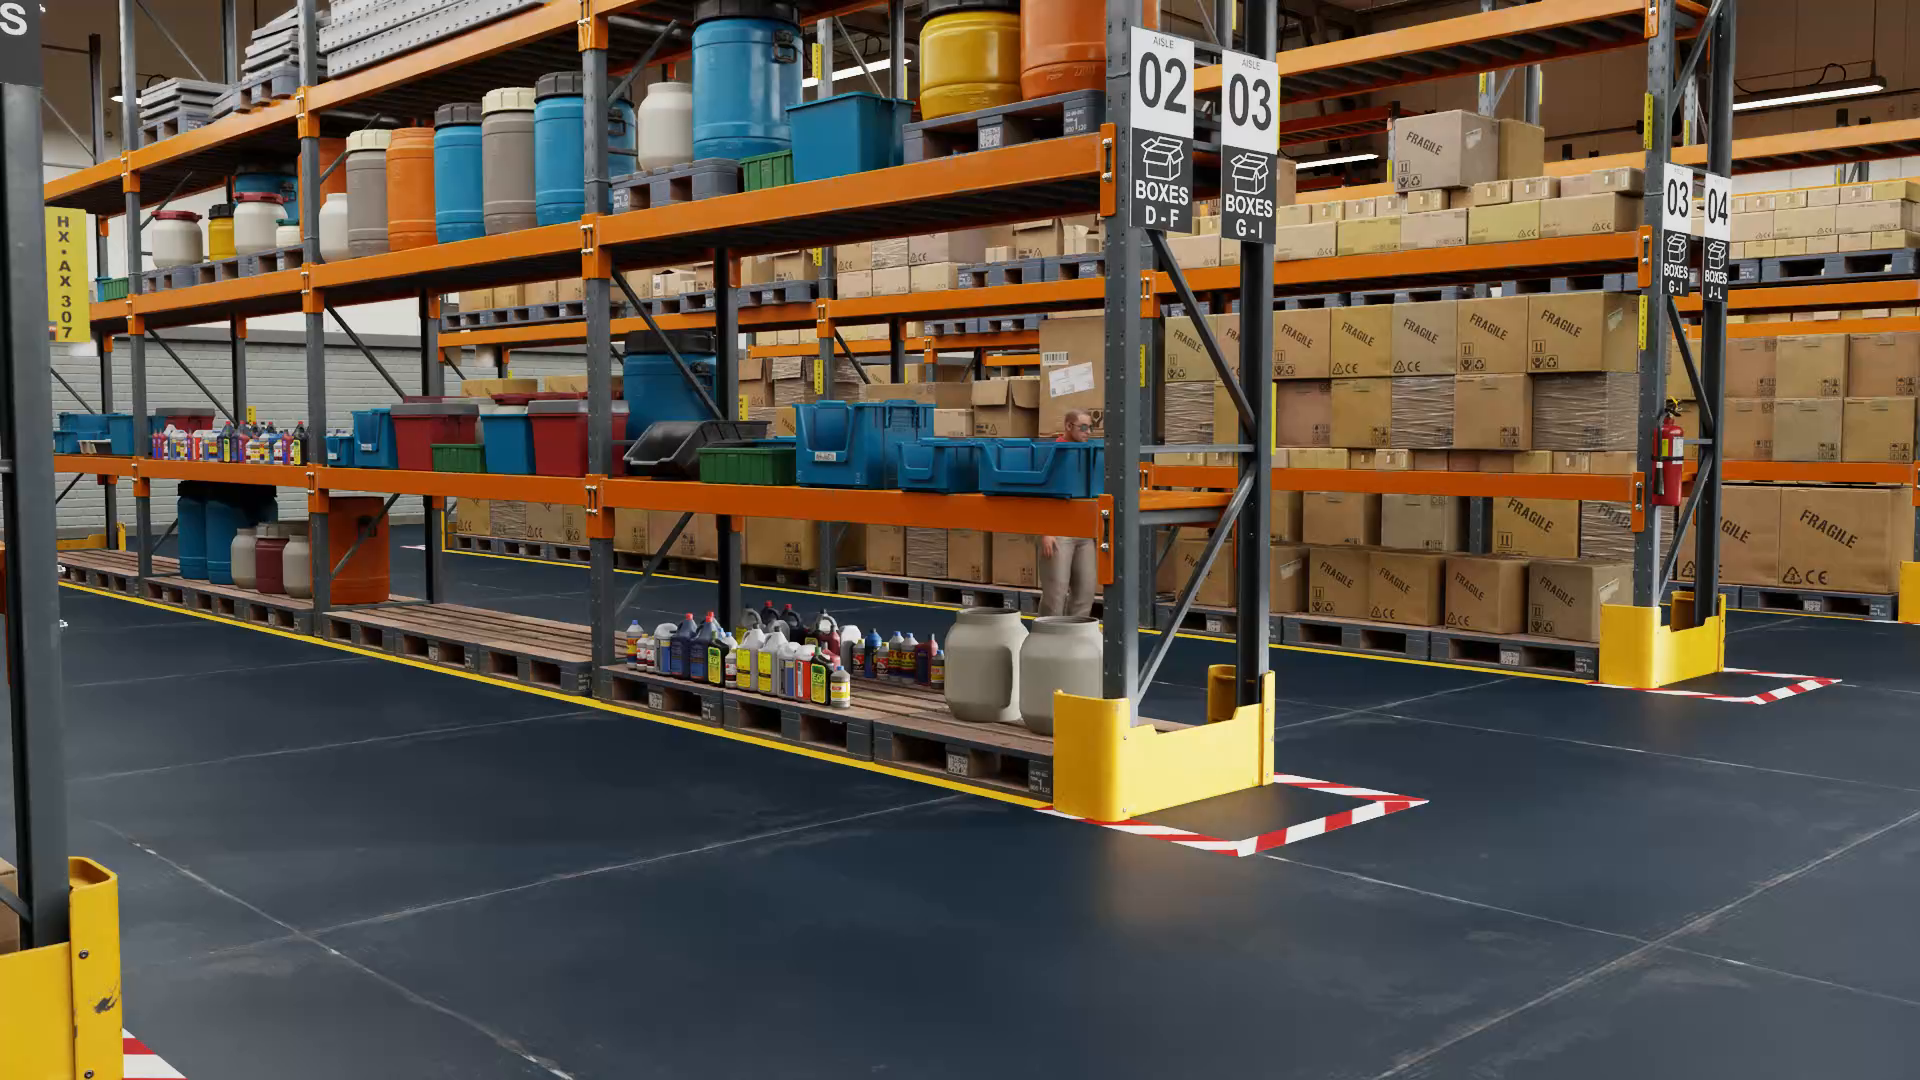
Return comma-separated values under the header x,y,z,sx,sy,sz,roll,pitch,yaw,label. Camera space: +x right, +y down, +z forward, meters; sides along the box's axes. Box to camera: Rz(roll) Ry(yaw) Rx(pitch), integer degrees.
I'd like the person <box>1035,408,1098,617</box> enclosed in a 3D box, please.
x,y,z,sx,sy,sz,roll,pitch,yaw,label
0.731,-0.024,11.228,0.587,1.727,0.394,-4,5,-43,person
